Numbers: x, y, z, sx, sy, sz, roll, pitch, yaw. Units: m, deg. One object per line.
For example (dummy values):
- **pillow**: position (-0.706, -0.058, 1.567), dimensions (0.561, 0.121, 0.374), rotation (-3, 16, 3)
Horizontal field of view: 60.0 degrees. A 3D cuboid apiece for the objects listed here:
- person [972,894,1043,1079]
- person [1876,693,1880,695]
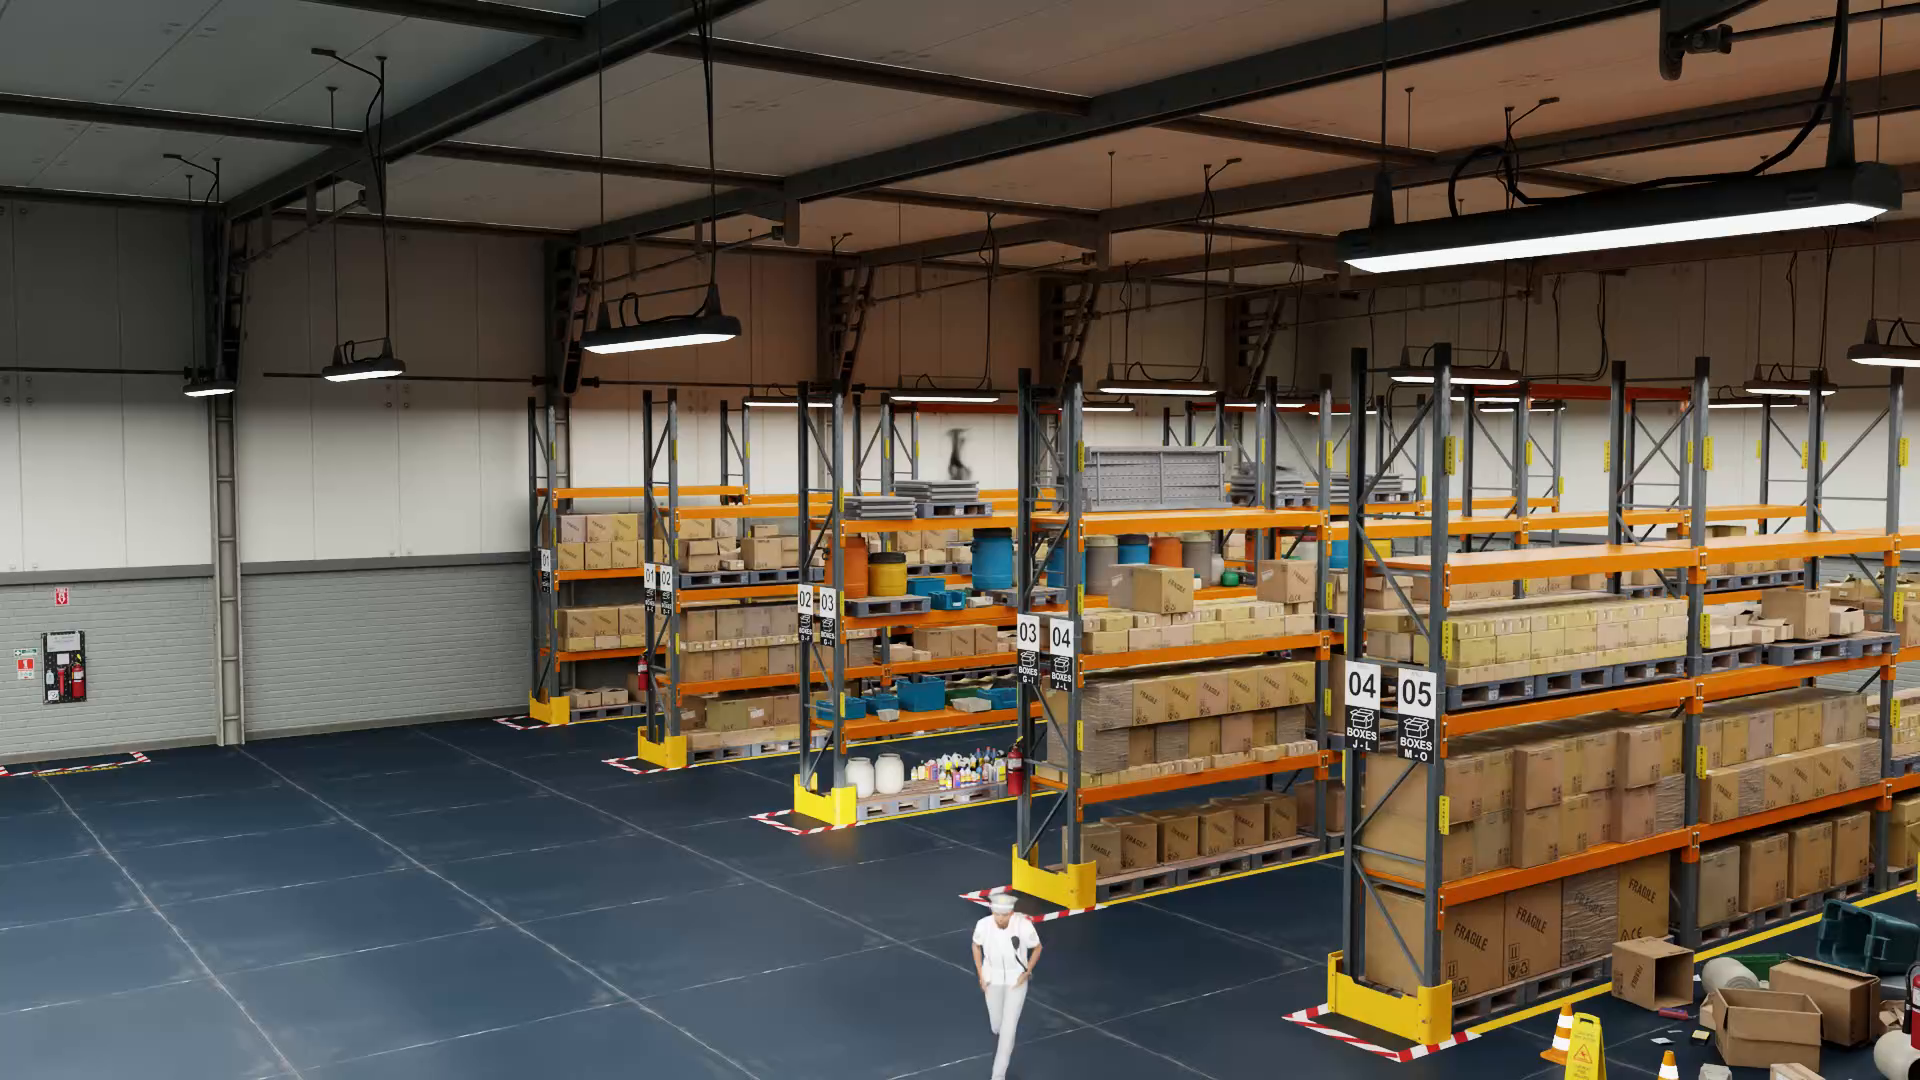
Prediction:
- **person**: position (0.388, 3.589, 13.510), dimensions (0.574, 1.629, 0.855), rotation (0, 3, 5)
- **person**: position (12.813, 2.970, 23.122), dimensions (0.799, 1.718, 0.671), rotation (-3, 4, -39)
